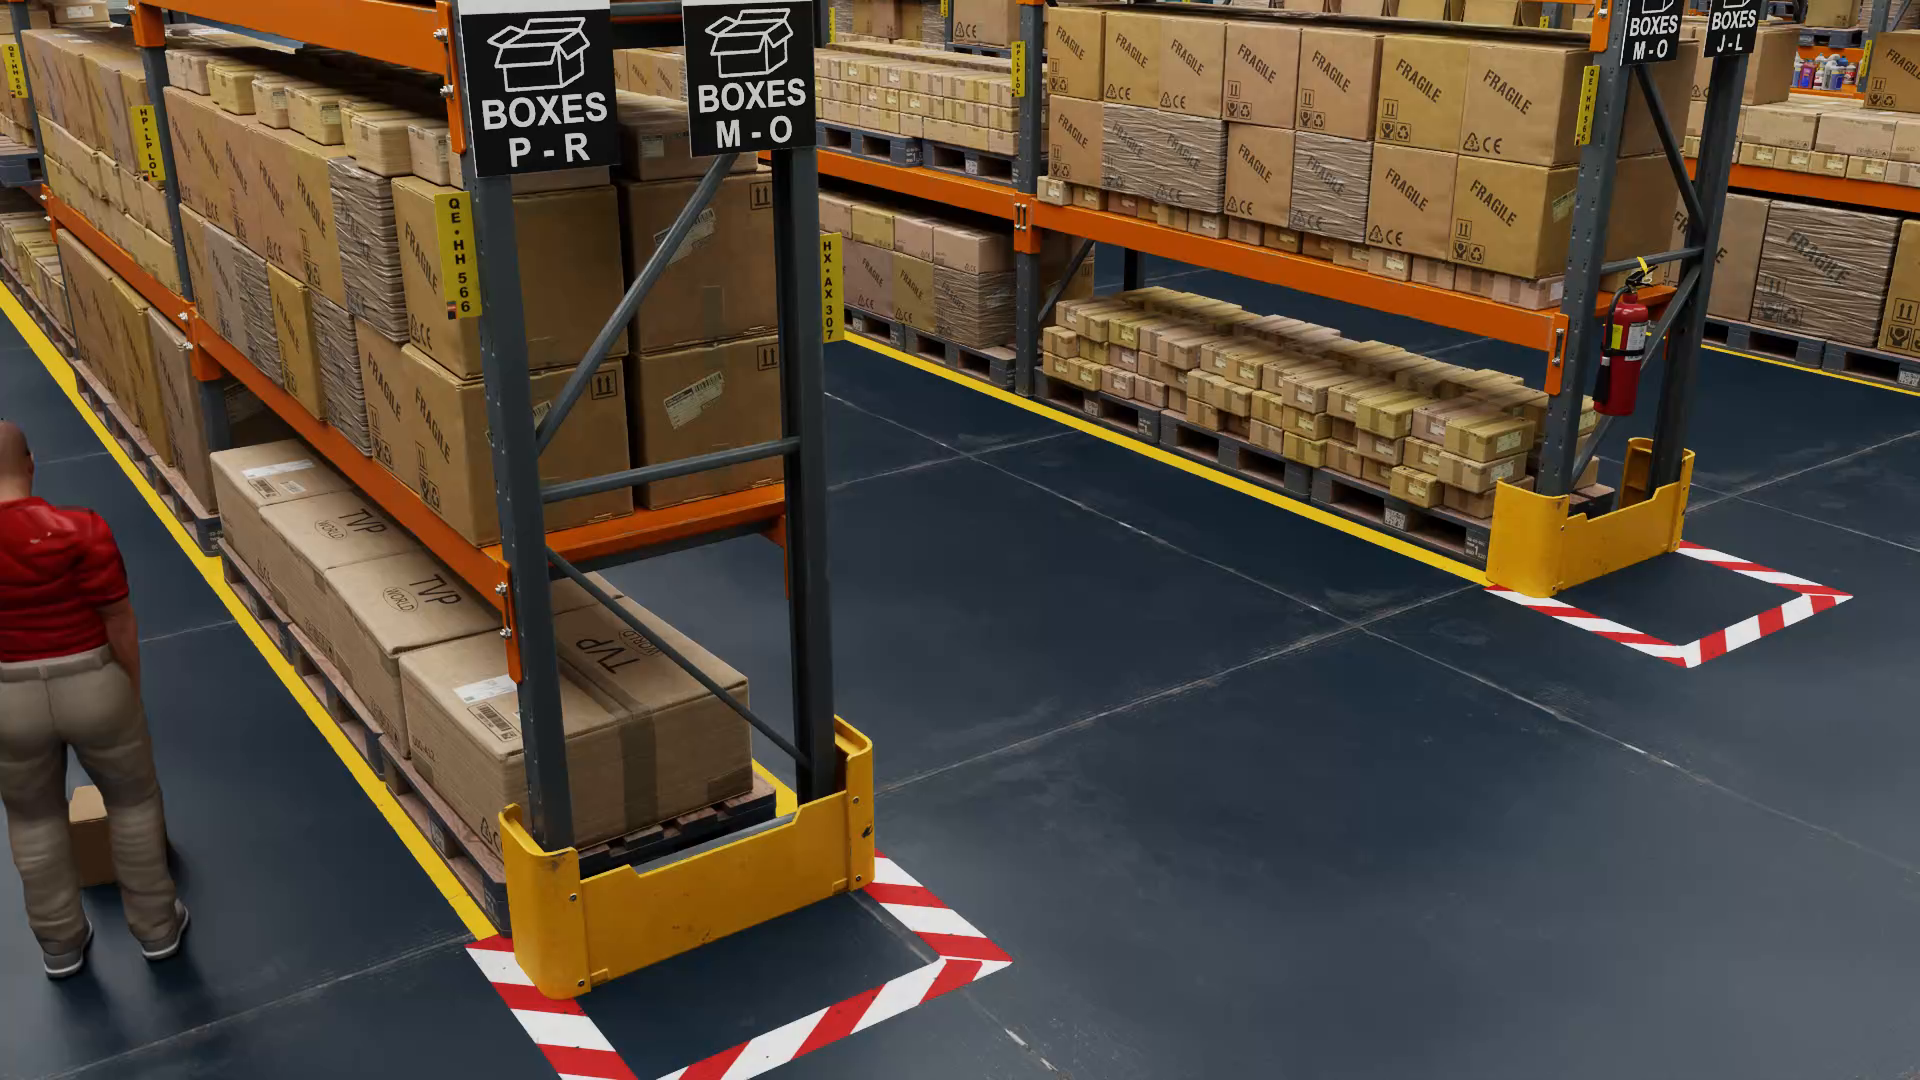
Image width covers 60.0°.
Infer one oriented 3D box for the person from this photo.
[{"bbox_3d":[-2.673,0.477,4.901,0.532,1.719,0.357,-7,22,-18],"label":"person"}]
